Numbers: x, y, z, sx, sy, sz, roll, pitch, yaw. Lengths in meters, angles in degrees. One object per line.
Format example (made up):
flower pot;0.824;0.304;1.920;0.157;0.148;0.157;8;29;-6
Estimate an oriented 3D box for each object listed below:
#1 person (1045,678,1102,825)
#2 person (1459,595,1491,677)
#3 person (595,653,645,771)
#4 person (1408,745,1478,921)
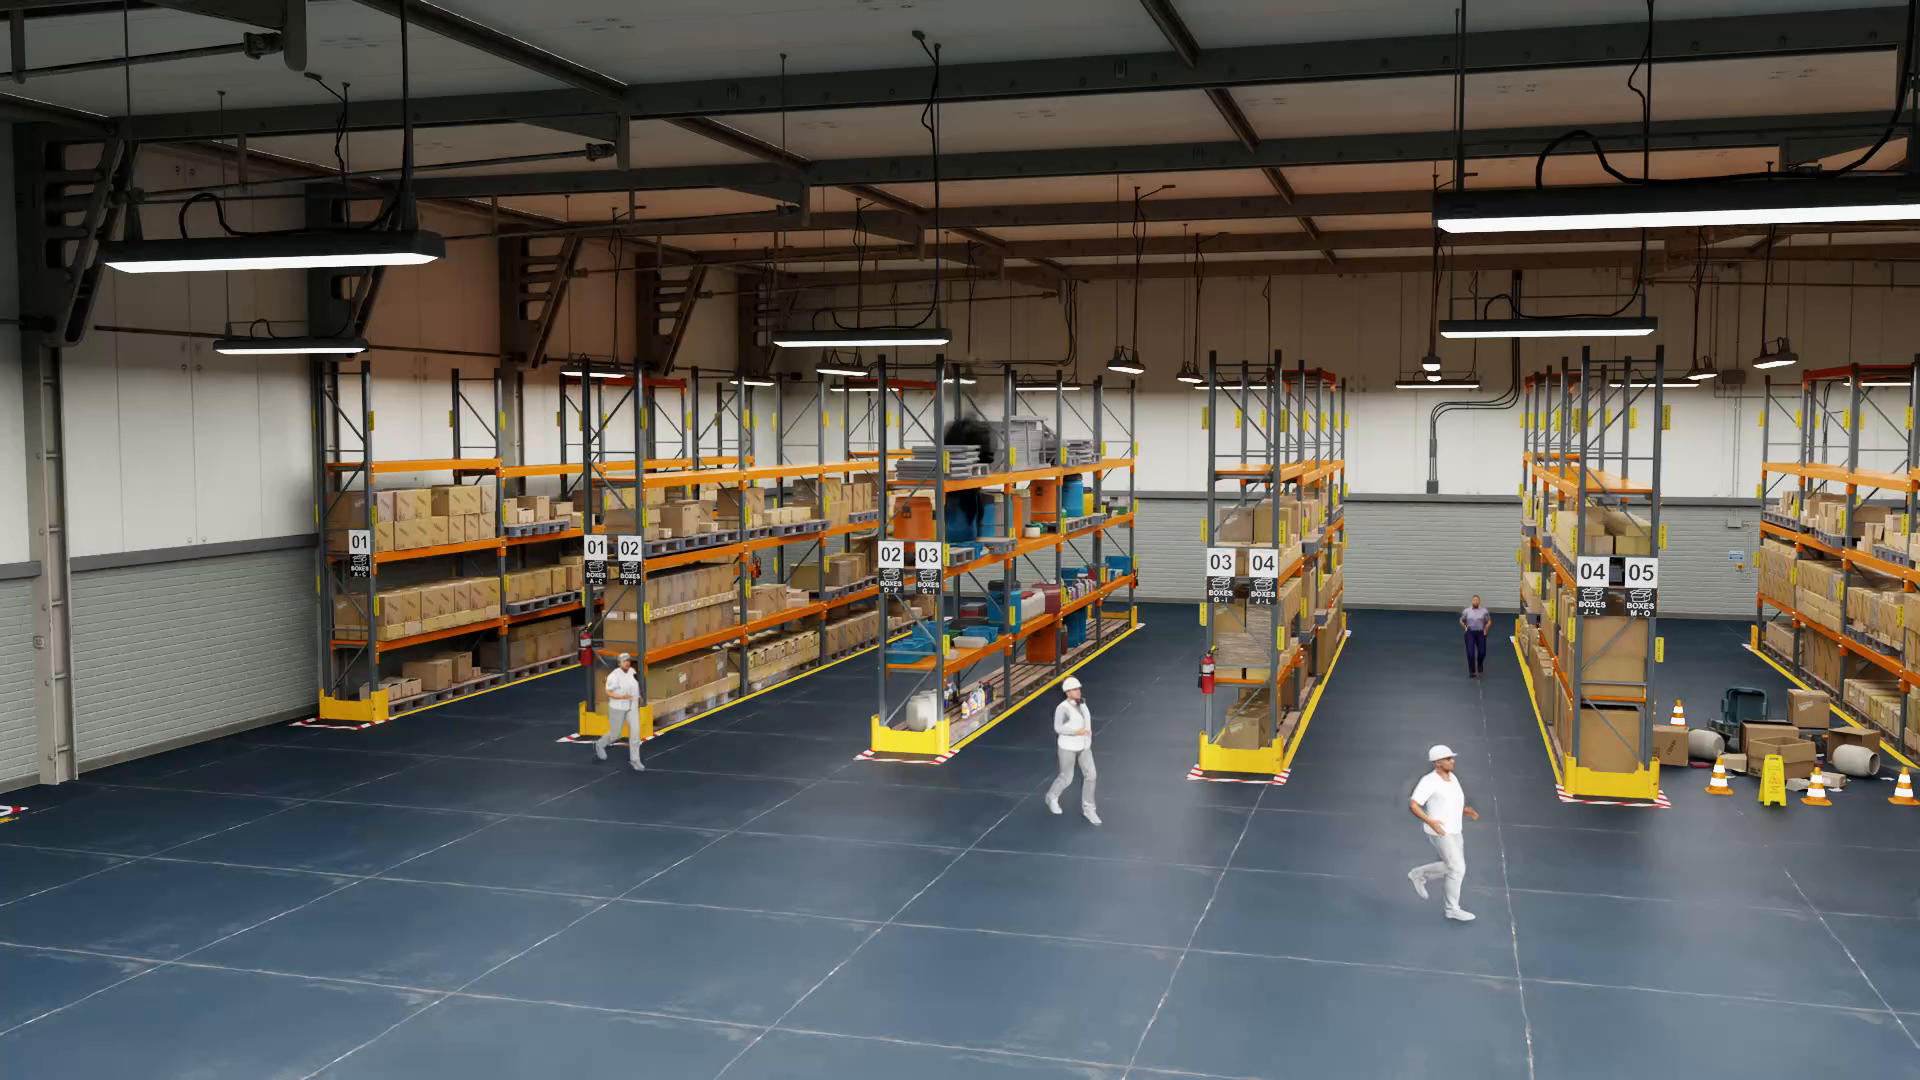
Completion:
person;1.416;2.630;20.867;0.663;1.823;0.849;-3;5;-39
person;10.076;1.886;32.519;0.602;1.586;0.531;1;4;15
person;-4.891;2.459;24.090;0.615;1.682;0.929;-4;6;-43
person;4.864;2.937;16.829;0.796;1.733;0.711;4;6;44
